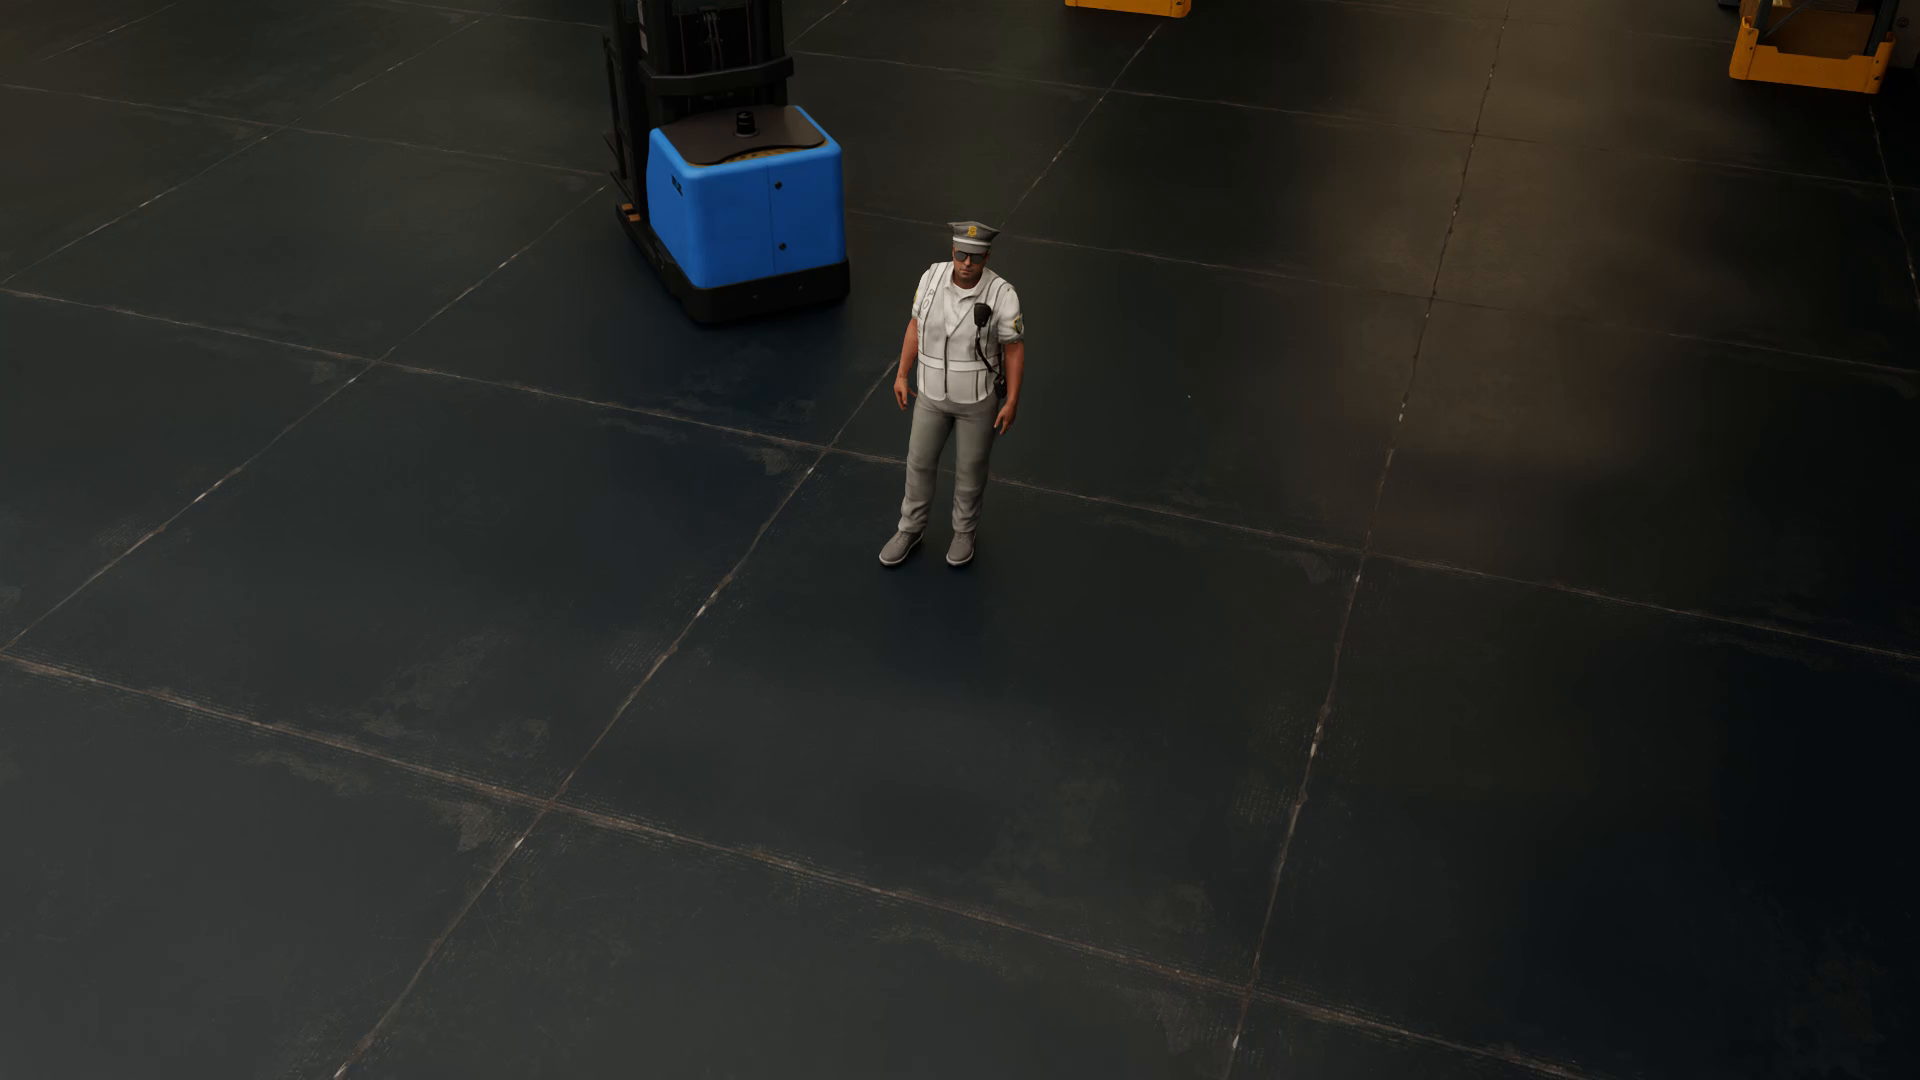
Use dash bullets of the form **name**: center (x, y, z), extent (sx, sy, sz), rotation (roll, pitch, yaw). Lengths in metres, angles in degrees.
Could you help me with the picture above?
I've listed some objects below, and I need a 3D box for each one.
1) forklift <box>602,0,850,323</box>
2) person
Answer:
- **forklift**: center (-1.780, -3.399, 10.904), extent (1.130, 2.935, 3.031), rotation (-15, 38, -20)
- **person**: center (-0.037, -0.693, 8.068), extent (0.641, 1.780, 0.574), rotation (12, 37, 16)
